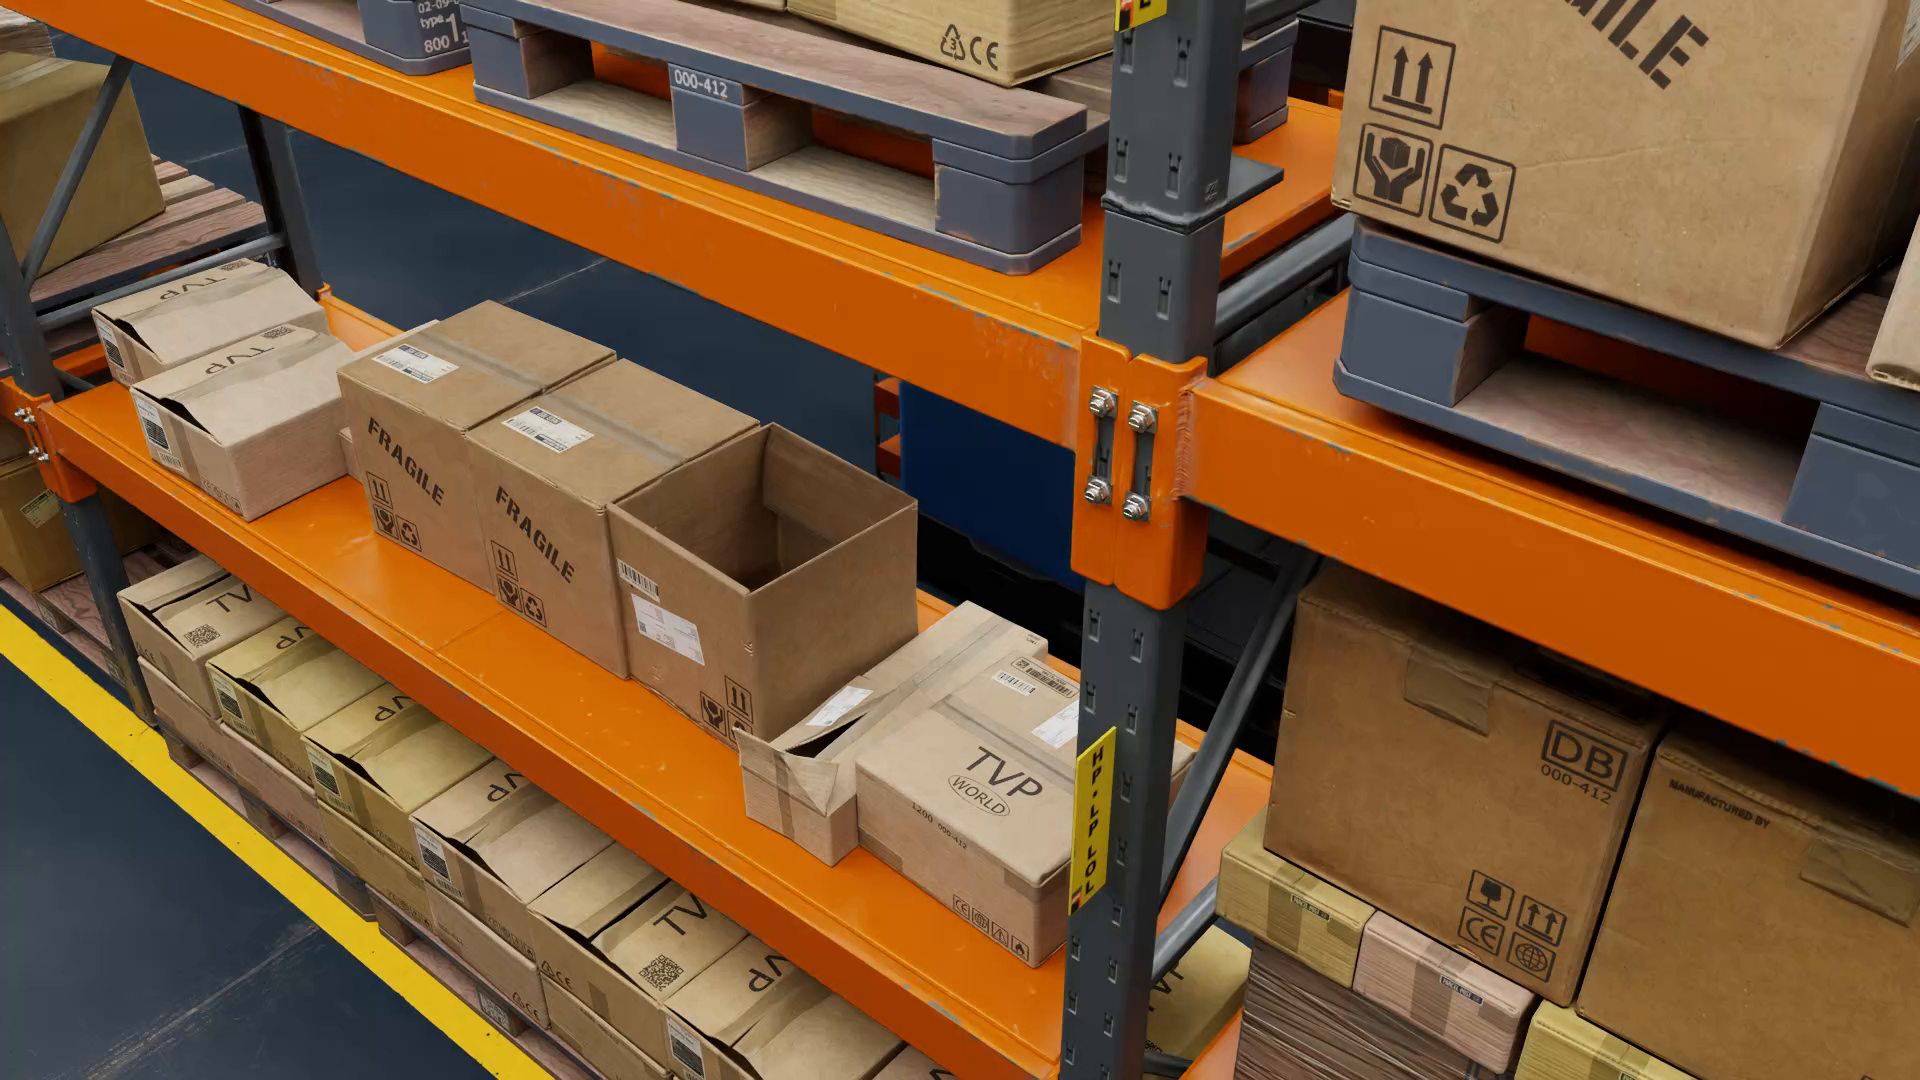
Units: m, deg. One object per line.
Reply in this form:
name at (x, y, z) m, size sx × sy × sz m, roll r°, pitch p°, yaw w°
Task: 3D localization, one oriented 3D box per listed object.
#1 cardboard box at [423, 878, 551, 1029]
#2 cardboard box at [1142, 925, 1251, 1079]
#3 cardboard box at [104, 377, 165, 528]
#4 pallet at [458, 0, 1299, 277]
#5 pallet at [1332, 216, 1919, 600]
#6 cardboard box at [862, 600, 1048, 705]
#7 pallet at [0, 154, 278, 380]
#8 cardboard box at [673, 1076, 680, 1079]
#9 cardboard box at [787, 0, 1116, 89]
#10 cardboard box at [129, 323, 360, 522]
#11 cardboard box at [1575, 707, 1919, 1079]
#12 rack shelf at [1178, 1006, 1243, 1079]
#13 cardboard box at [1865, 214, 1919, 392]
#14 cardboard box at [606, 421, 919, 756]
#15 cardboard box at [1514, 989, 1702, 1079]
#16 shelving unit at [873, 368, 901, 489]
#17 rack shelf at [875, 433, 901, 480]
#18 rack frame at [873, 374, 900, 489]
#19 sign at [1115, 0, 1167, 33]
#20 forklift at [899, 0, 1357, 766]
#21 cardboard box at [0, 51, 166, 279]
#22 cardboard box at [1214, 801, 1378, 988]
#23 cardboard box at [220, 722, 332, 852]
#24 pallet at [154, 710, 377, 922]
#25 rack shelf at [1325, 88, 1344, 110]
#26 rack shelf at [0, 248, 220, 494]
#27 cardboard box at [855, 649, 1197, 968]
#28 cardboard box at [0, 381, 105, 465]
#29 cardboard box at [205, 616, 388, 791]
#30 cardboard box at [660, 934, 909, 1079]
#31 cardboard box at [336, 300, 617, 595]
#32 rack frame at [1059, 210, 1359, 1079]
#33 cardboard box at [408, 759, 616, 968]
cardboard box at (-1.134, 1.016, 4.678) m, size 0.500 × 0.250 × 0.500 m, roll 26°, pitch 42°, yaw 33°
cardboard box at (0.383, 1.105, 4.054) m, size 0.500 × 0.311 × 0.500 m, roll 25°, pitch 42°, yaw 32°
cardboard box at (-3.106, -0.442, 6.564) m, size 0.500 × 0.500 × 0.500 m, roll 24°, pitch 41°, yaw 30°
pallet at (-0.145, -0.837, 2.839) m, size 1.217 × 0.209 × 0.805 m, roll 23°, pitch 41°, yaw 30°
pallet at (1.214, -0.268, 1.920) m, size 1.213 × 0.211 × 1.003 m, roll 25°, pitch 42°, yaw 32°
cardboard box at (-0.009, 0.328, 3.845) m, size 0.250 × 0.149 × 0.380 m, roll 25°, pitch 42°, yaw 32°
pallet at (-3.098, -0.951, 5.654) m, size 1.003 × 0.211 × 1.213 m, roll 25°, pitch 42°, yaw 32°
cardboard box at (-0.350, 1.386, 4.140) m, size 0.500 × 0.250 × 0.500 m, roll 25°, pitch 41°, yaw 31°
cardboard box at (0.074, -0.941, 2.583) m, size 0.500 × 0.250 × 0.500 m, roll -29°, pitch 44°, yaw -35°
cardboard box at (-1.969, -0.370, 4.718) m, size 0.500 × 0.311 × 0.500 m, roll 25°, pitch 42°, yaw 31°
cardboard box at (1.276, 0.398, 2.286) m, size 0.500 × 0.500 × 0.700 m, roll 25°, pitch 42°, yaw 32°
rack shelf at (2.079, 1.655, 2.326) m, size 4.000 × 0.370 × 1.077 m, roll 25°, pitch 42°, yaw 32°
cardboard box at (1.175, -0.304, 1.477) m, size 0.500 × 0.311 × 0.500 m, roll 23°, pitch 41°, yaw 29°
cardboard box at (-0.443, 0.117, 3.842) m, size 0.500 × 0.500 × 0.500 m, roll 29°, pitch 44°, yaw 35°
cardboard box at (1.017, 0.691, 2.433) m, size 0.250 × 0.149 × 0.380 m, roll 24°, pitch 41°, yaw 31°
shelving unit at (-0.181, -0.524, 6.586) m, size 0.252 × 1.050 × 0.215 m, roll 27°, pitch 43°, yaw 34°
rack shelf at (-0.181, -0.287, 6.750) m, size 0.240 × 0.259 × 0.215 m, roll 27°, pitch 43°, yaw 34°
rack frame at (-0.272, -0.571, 6.654) m, size 0.008 × 1.050 × 0.200 m, roll 27°, pitch 43°, yaw 34°
sign at (0.202, -0.706, 1.744) m, size 0.005 × 0.325 × 0.100 m, roll 25°, pitch 42°, yaw 32°
forklift at (1.188, -0.769, 5.280) m, size 3.031 × 2.935 × 1.130 m, roll 27°, pitch 43°, yaw 34°
cardboard box at (-3.089, -1.208, 5.400) m, size 0.500 × 0.500 × 0.700 m, roll 12°, pitch 36°, yaw 17°
cardboard box at (0.624, 0.507, 2.701) m, size 0.250 × 0.149 × 0.380 m, roll 25°, pitch 42°, yaw 32°
cardboard box at (-1.931, 0.645, 5.220) m, size 0.500 × 0.250 × 0.500 m, roll 24°, pitch 41°, yaw 31°
pallet at (-1.925, 0.650, 5.617) m, size 1.213 × 0.211 × 1.003 m, roll 25°, pitch 42°, yaw 32°
rack shelf at (2.177, -1.948, 7.572) m, size 4.000 × 0.370 × 1.077 m, roll 25°, pitch 42°, yaw 32°
rack shelf at (-4.070, -1.243, 6.545) m, size 4.000 × 0.370 × 1.077 m, roll 25°, pitch 42°, yaw 32°
cardboard box at (0.135, 0.536, 3.452) m, size 0.500 × 0.250 × 0.500 m, roll 28°, pitch 43°, yaw 35°
cardboard box at (-3.448, -0.530, 6.029) m, size 0.500 × 0.250 × 0.500 m, roll 27°, pitch 43°, yaw 33°
cardboard box at (-1.909, 0.418, 5.054) m, size 0.500 × 0.311 × 0.500 m, roll 24°, pitch 41°, yaw 31°
cardboard box at (-0.357, 1.155, 3.980) m, size 0.500 × 0.311 × 0.500 m, roll 27°, pitch 42°, yaw 33°
cardboard box at (-1.233, -0.255, 4.384) m, size 0.500 × 0.500 × 0.500 m, roll 23°, pitch 41°, yaw 29°
rack frame at (0.541, 0.634, 3.177) m, size 0.127 × 3.000 × 1.000 m, roll 25°, pitch 42°, yaw 32°
cardboard box at (-1.123, 0.790, 4.512) m, size 0.500 × 0.311 × 0.500 m, roll 25°, pitch 41°, yaw 31°
